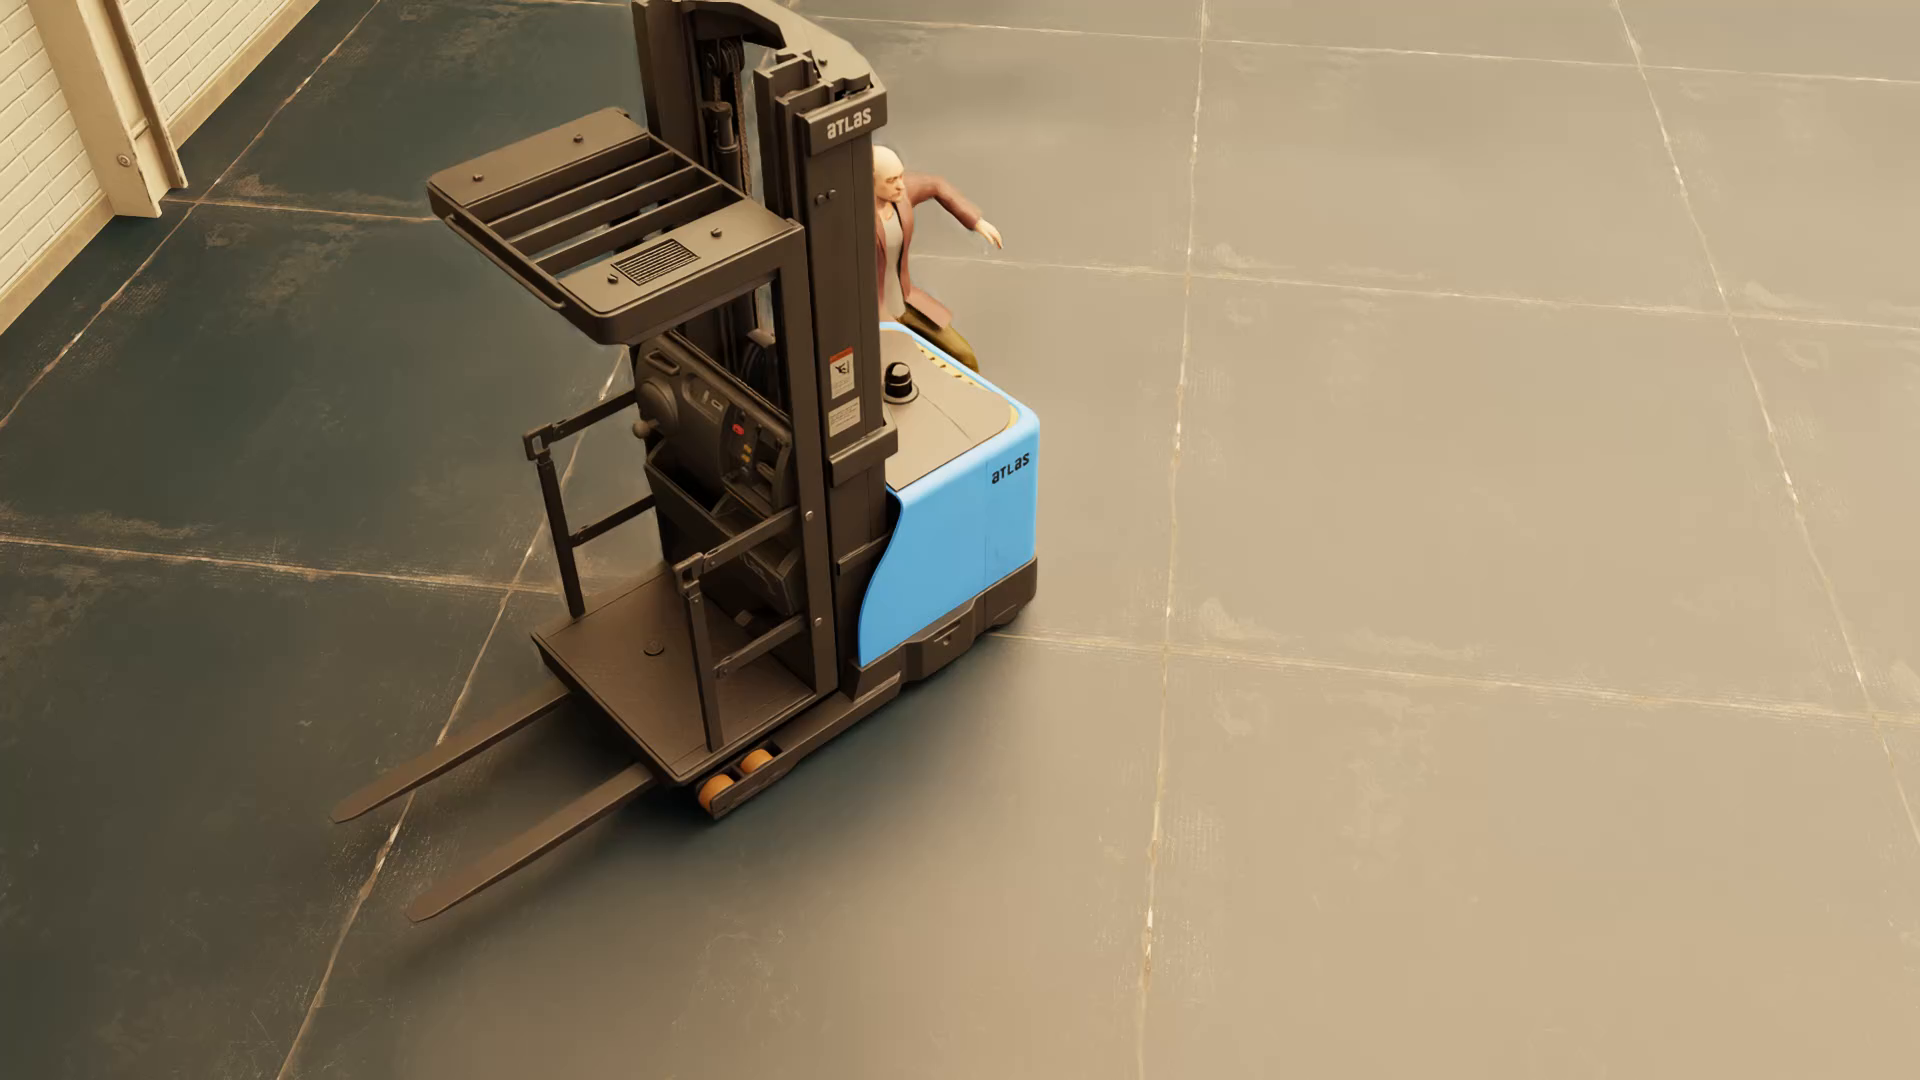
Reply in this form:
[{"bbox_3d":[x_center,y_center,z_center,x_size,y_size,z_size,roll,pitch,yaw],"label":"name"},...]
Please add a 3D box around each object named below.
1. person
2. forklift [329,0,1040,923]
[{"bbox_3d":[-0.174,-1.055,7.851,0.856,1.612,1.127,30,50,29],"label":"person"},{"bbox_3d":[-1.086,-0.375,6.133,3.031,2.935,1.130,-31,51,-30],"label":"forklift"}]
